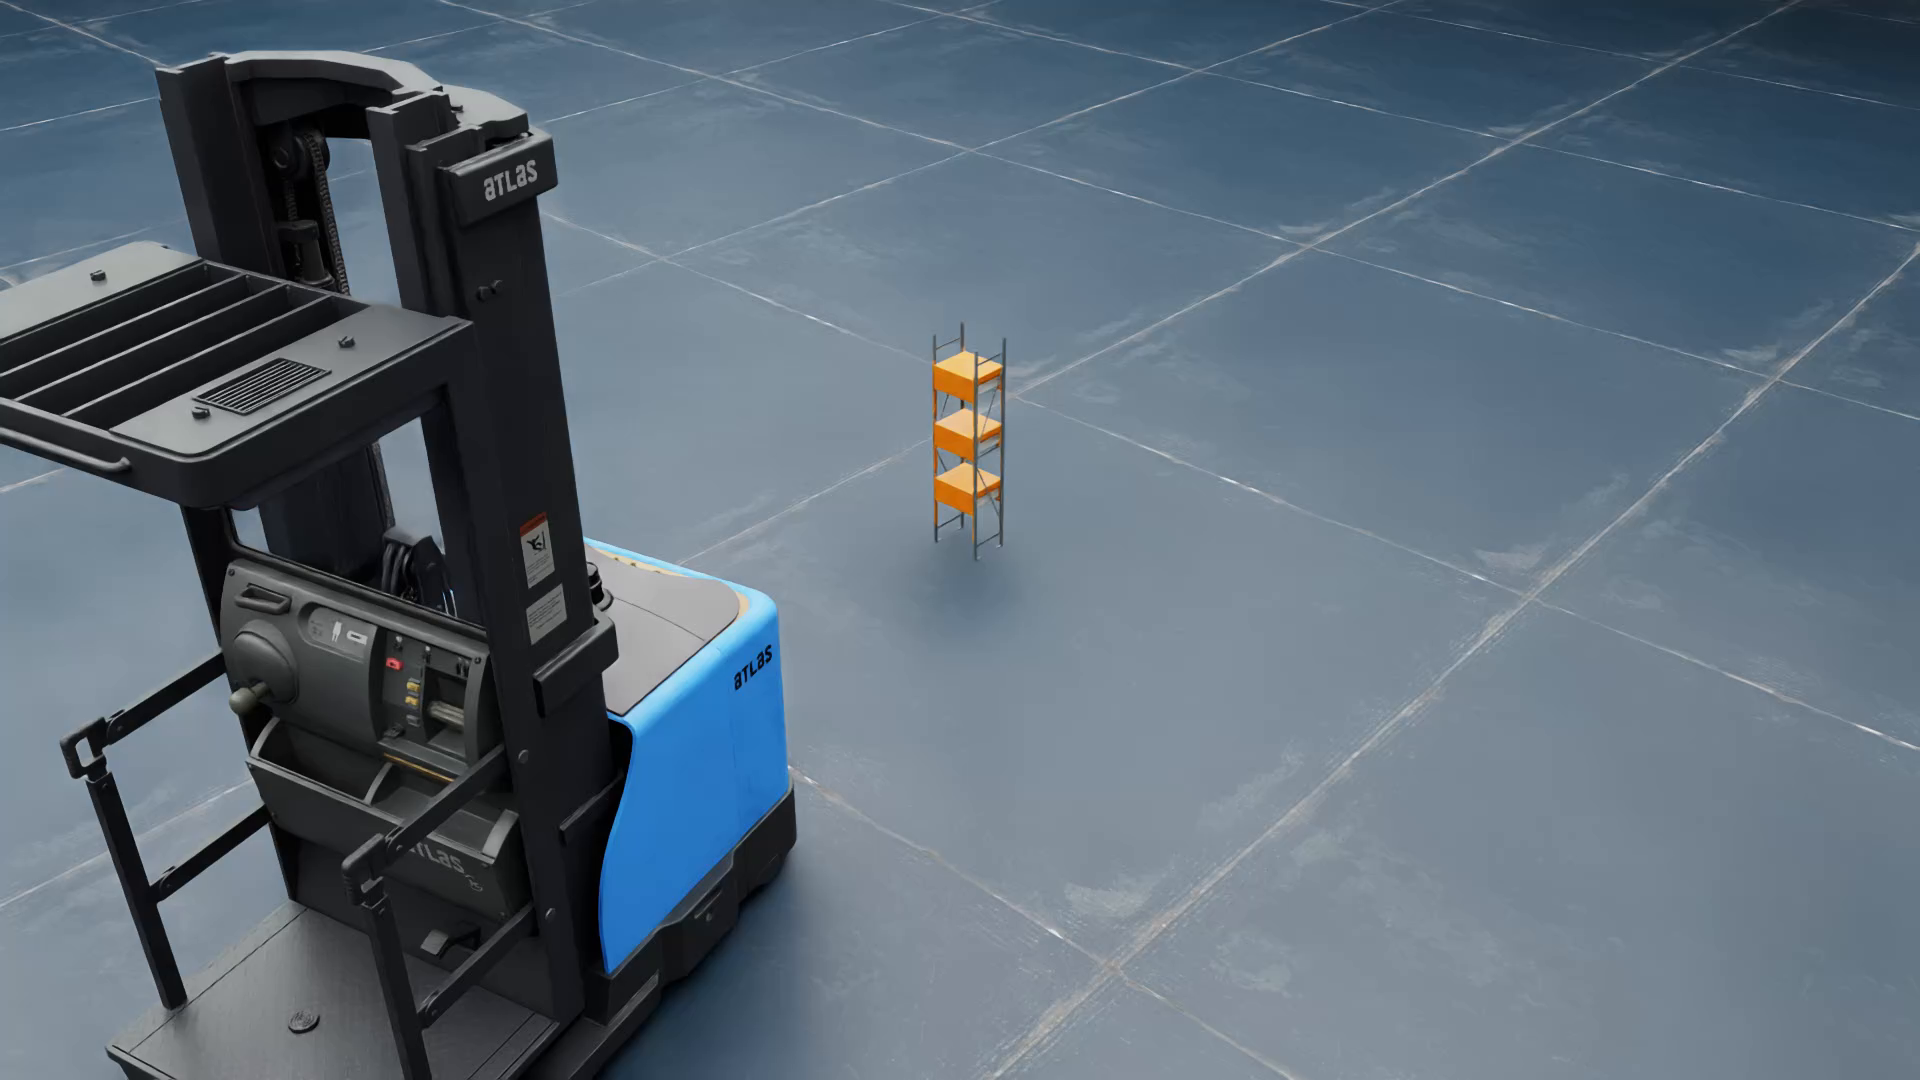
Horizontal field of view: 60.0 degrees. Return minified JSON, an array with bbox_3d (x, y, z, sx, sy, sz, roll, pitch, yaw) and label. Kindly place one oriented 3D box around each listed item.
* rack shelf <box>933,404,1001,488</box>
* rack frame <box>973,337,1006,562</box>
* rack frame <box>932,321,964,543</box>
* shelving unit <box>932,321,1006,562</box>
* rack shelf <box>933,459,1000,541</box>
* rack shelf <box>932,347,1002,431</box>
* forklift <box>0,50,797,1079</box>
[{"bbox_3d":[0.040,-0.422,7.454,0.240,0.259,0.215,25,39,35],"label":"rack shelf"},{"bbox_3d":[0.130,-0.389,7.378,0.008,1.050,0.200,25,39,35],"label":"rack frame"},{"bbox_3d":[-0.051,-0.473,7.519,0.008,1.050,0.200,25,39,35],"label":"rack frame"},{"bbox_3d":[0.040,-0.431,7.448,0.252,1.050,0.215,25,39,35],"label":"shelving unit"},{"bbox_3d":[0.040,-0.184,7.597,0.240,0.259,0.215,25,39,35],"label":"rack shelf"},{"bbox_3d":[0.040,-0.665,7.308,0.240,0.259,0.215,25,39,35],"label":"rack shelf"},{"bbox_3d":[-1.715,0.395,4.253,1.130,2.935,3.031,15,34,24],"label":"forklift"}]
